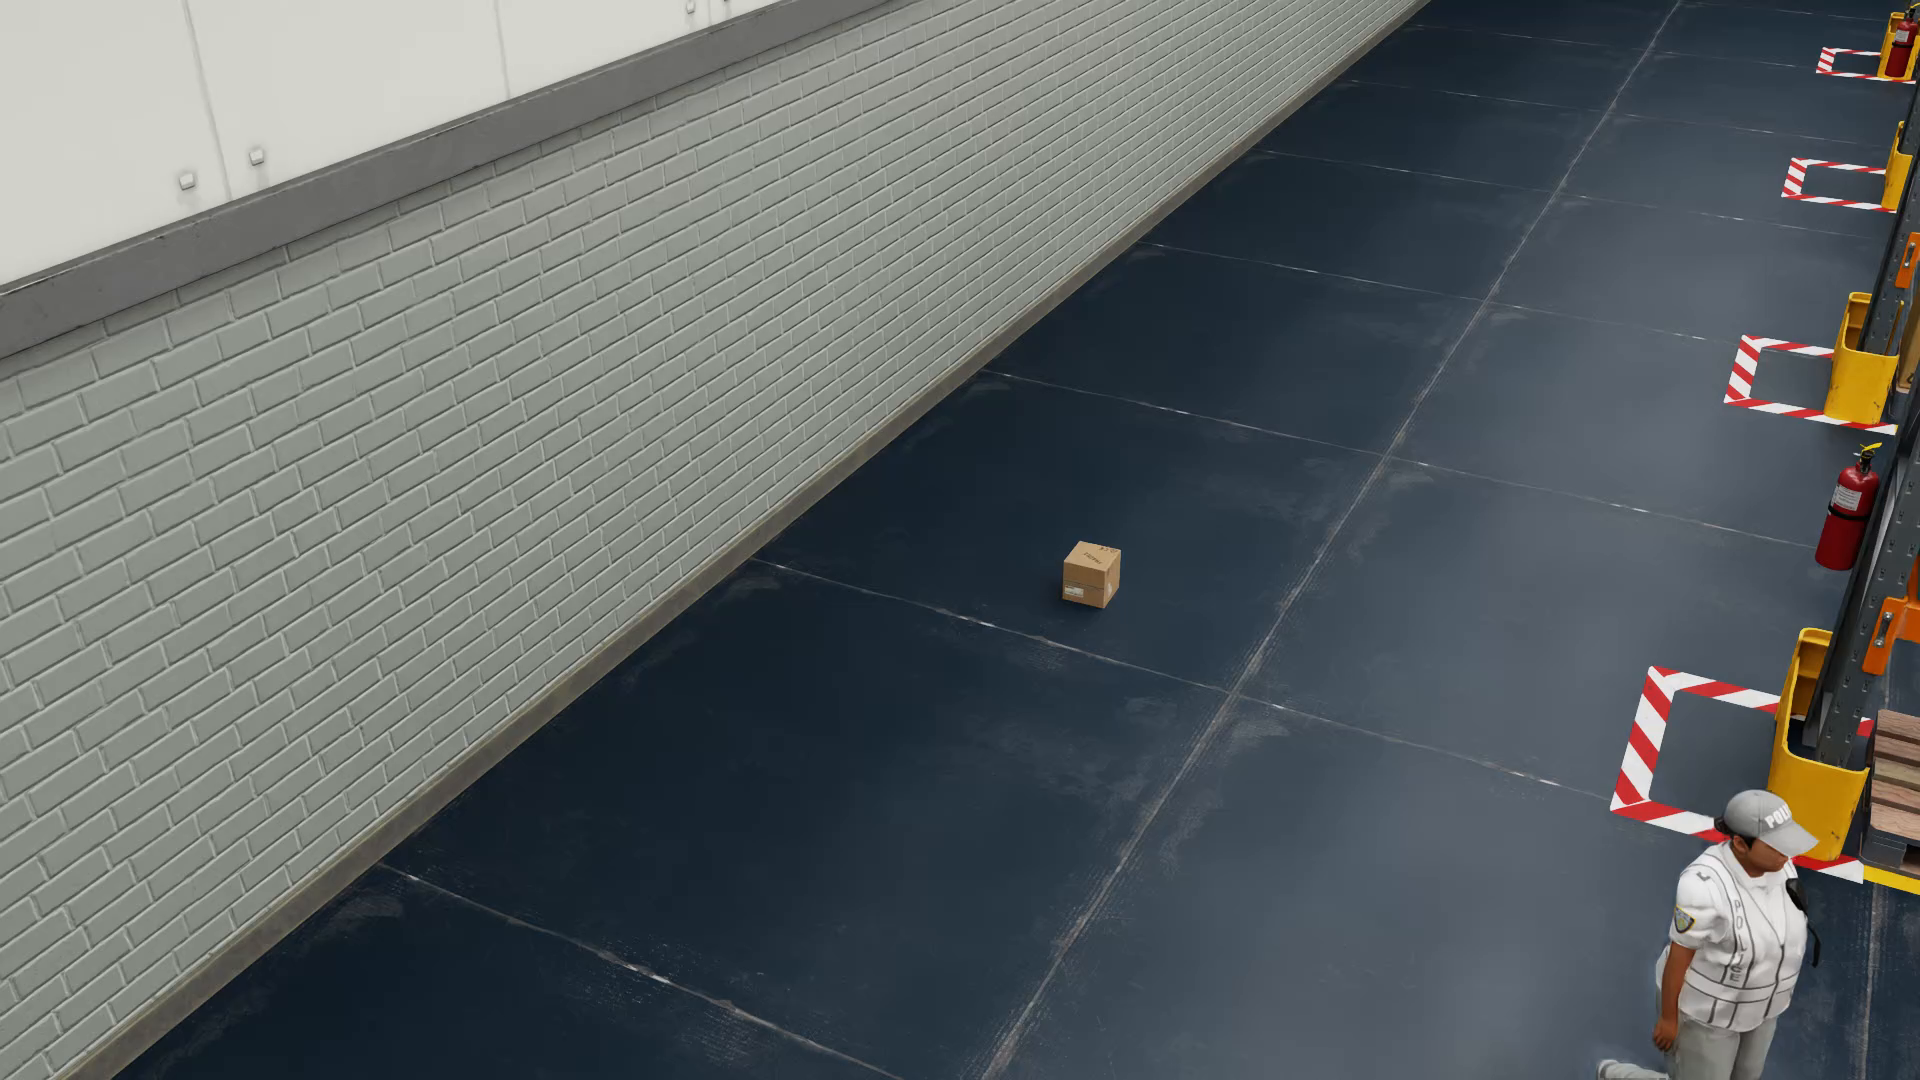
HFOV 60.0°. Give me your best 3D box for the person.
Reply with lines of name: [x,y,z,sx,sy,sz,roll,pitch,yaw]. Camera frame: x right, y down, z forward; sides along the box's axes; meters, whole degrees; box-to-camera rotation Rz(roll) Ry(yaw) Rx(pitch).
person: [2.547,1.526,5.623,0.487,1.650,0.513,-13,33,-21]
